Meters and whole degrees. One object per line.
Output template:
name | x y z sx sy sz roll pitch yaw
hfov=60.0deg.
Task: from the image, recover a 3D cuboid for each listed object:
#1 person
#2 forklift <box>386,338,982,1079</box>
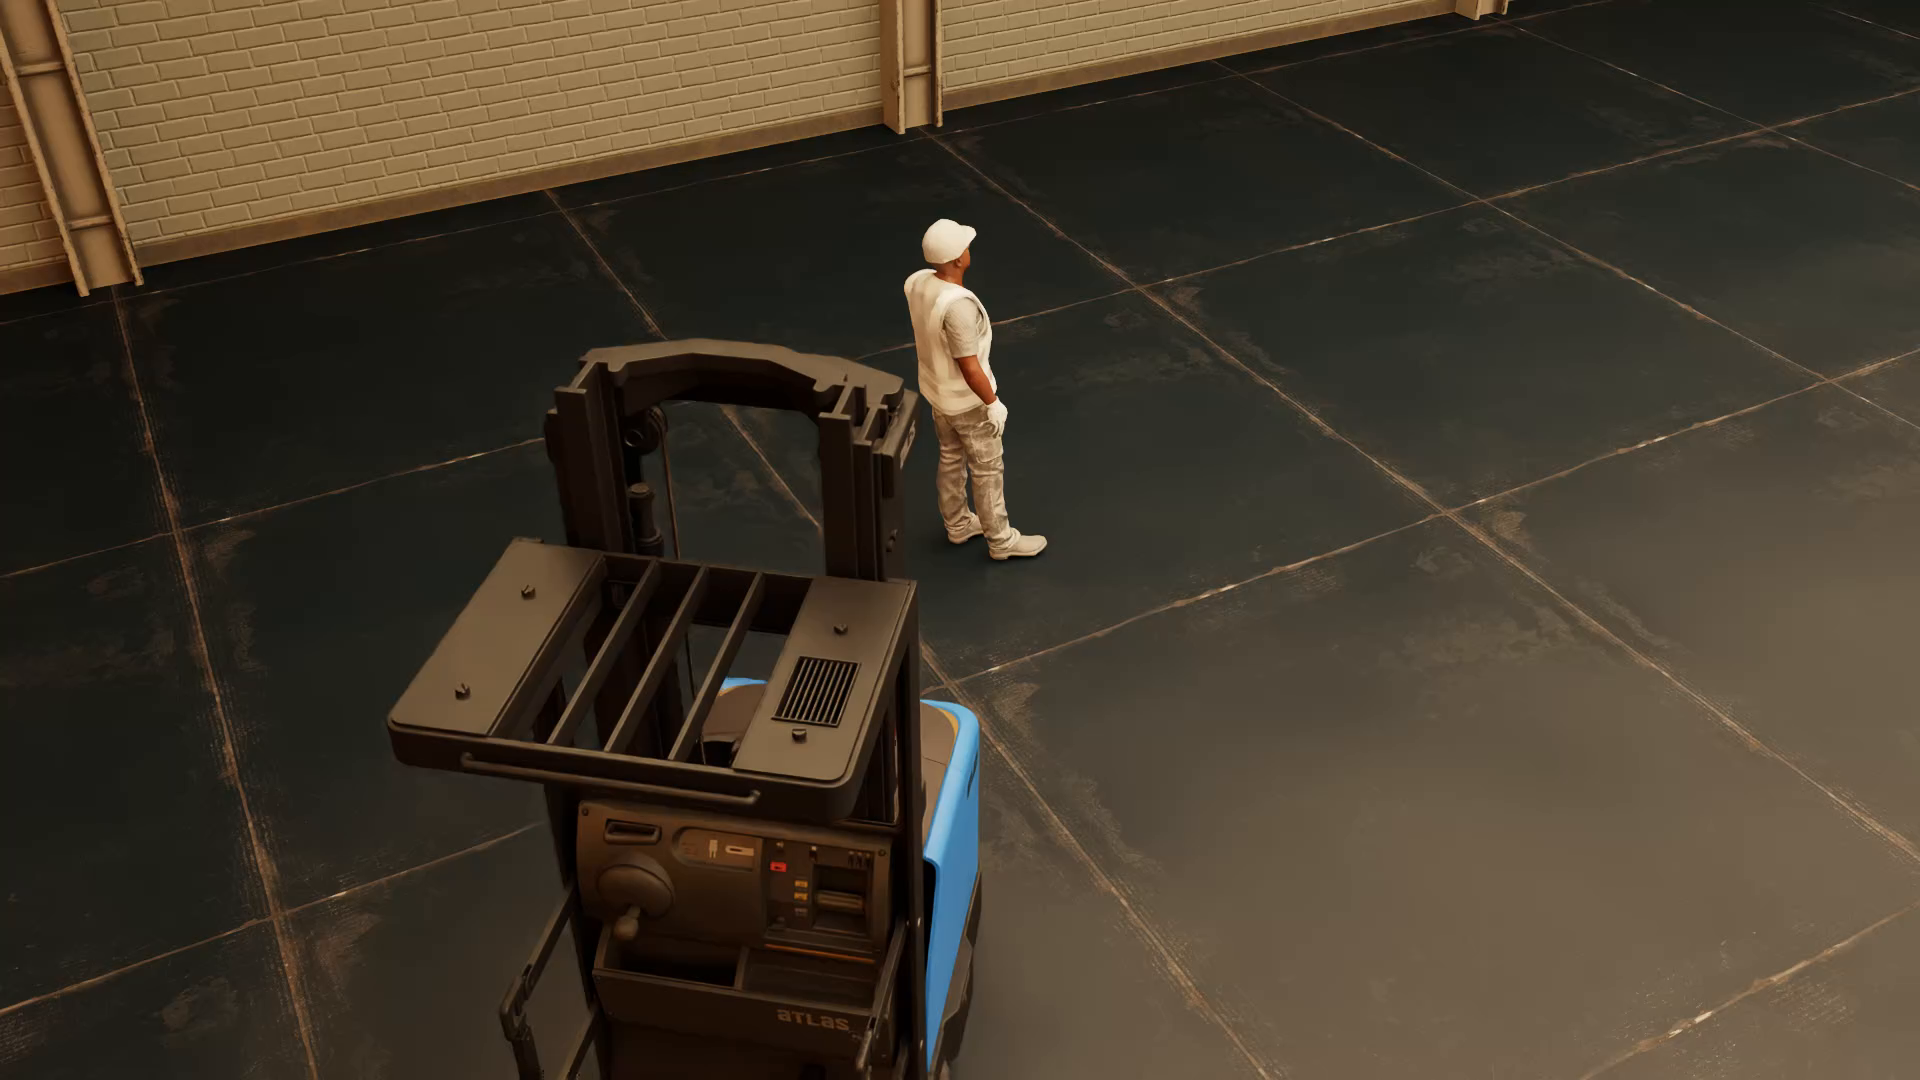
person | 0.068 -0.750 8.166 0.575 1.784 0.656 -17 39 -23
forklift | -0.695 1.057 4.628 1.130 2.935 3.031 6 36 9
